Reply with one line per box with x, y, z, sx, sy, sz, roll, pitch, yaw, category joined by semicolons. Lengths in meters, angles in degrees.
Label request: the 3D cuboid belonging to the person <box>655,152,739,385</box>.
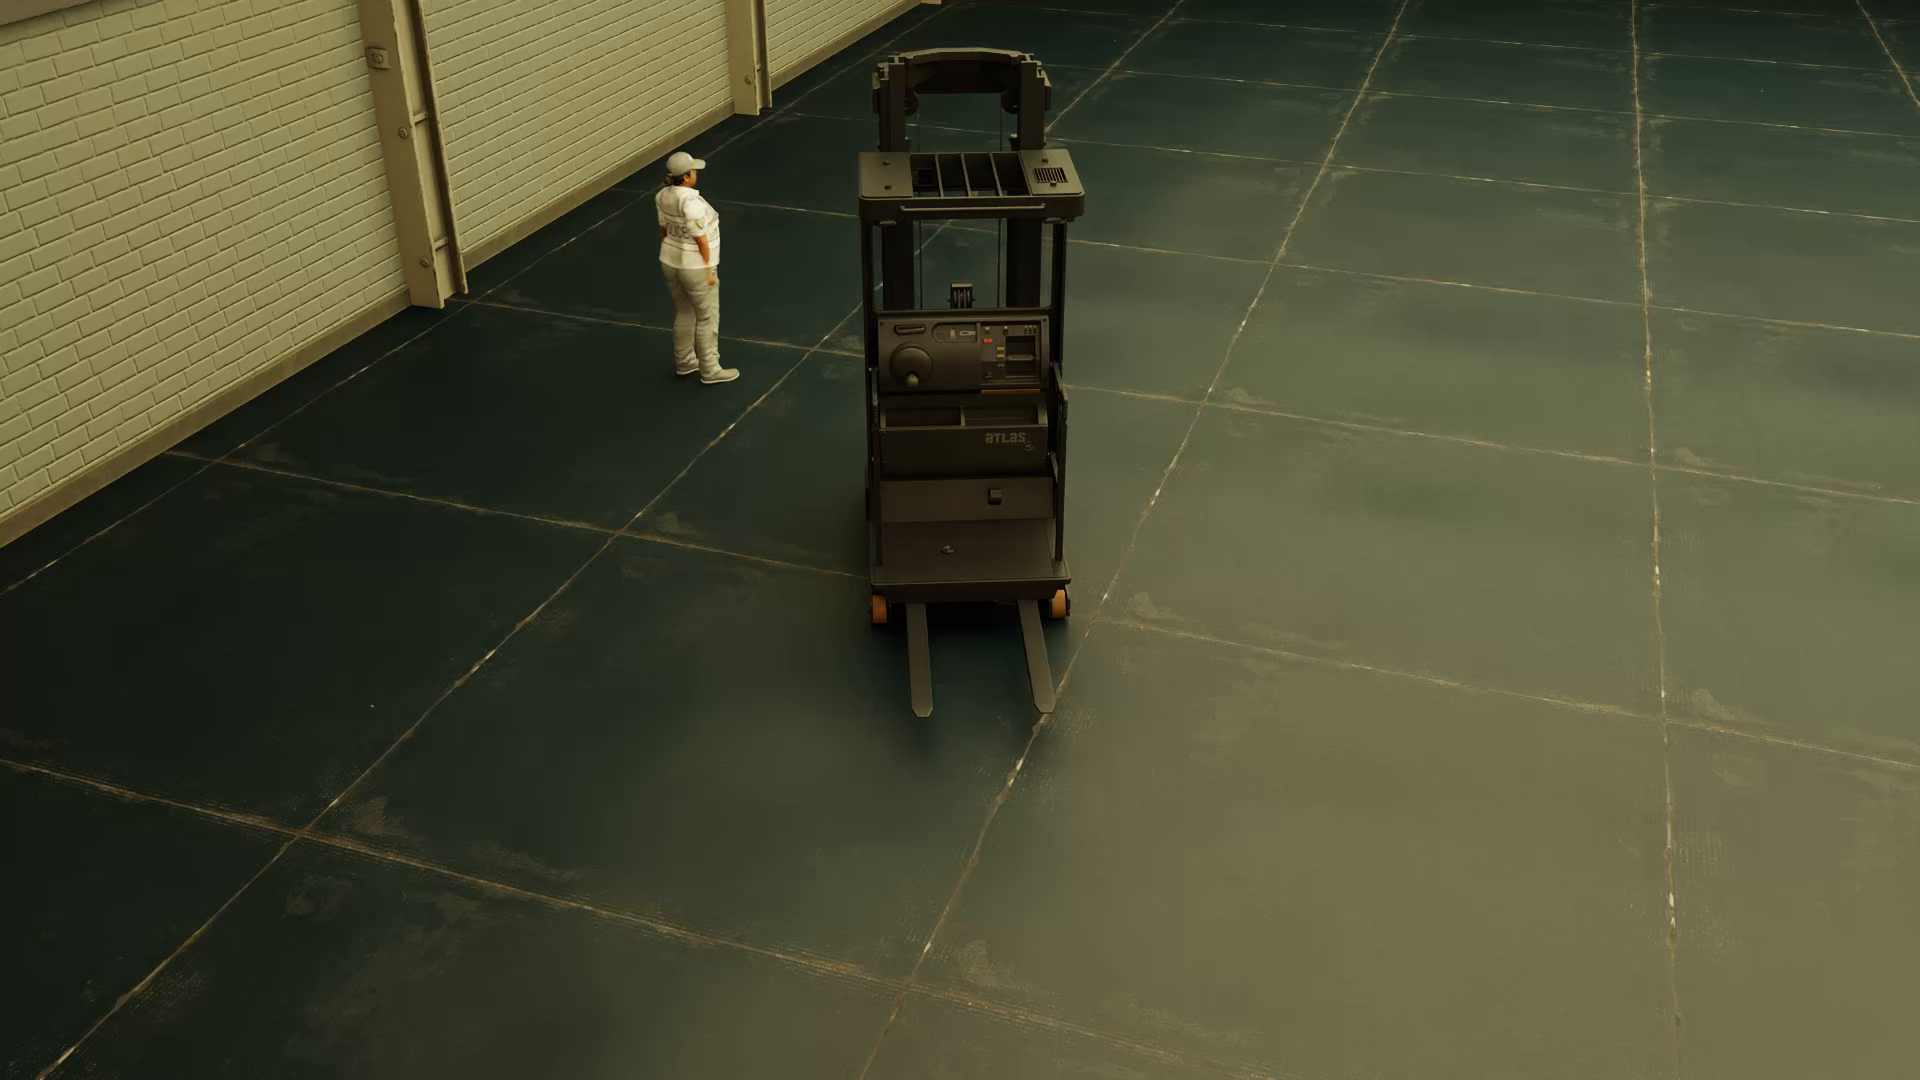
-1.895;-1.930;11.809;0.484;1.668;0.394;24;38;36;person

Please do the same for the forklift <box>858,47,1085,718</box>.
0.035;-0.972;8.842;1.130;2.935;3.031;-2;30;-3;forklift
